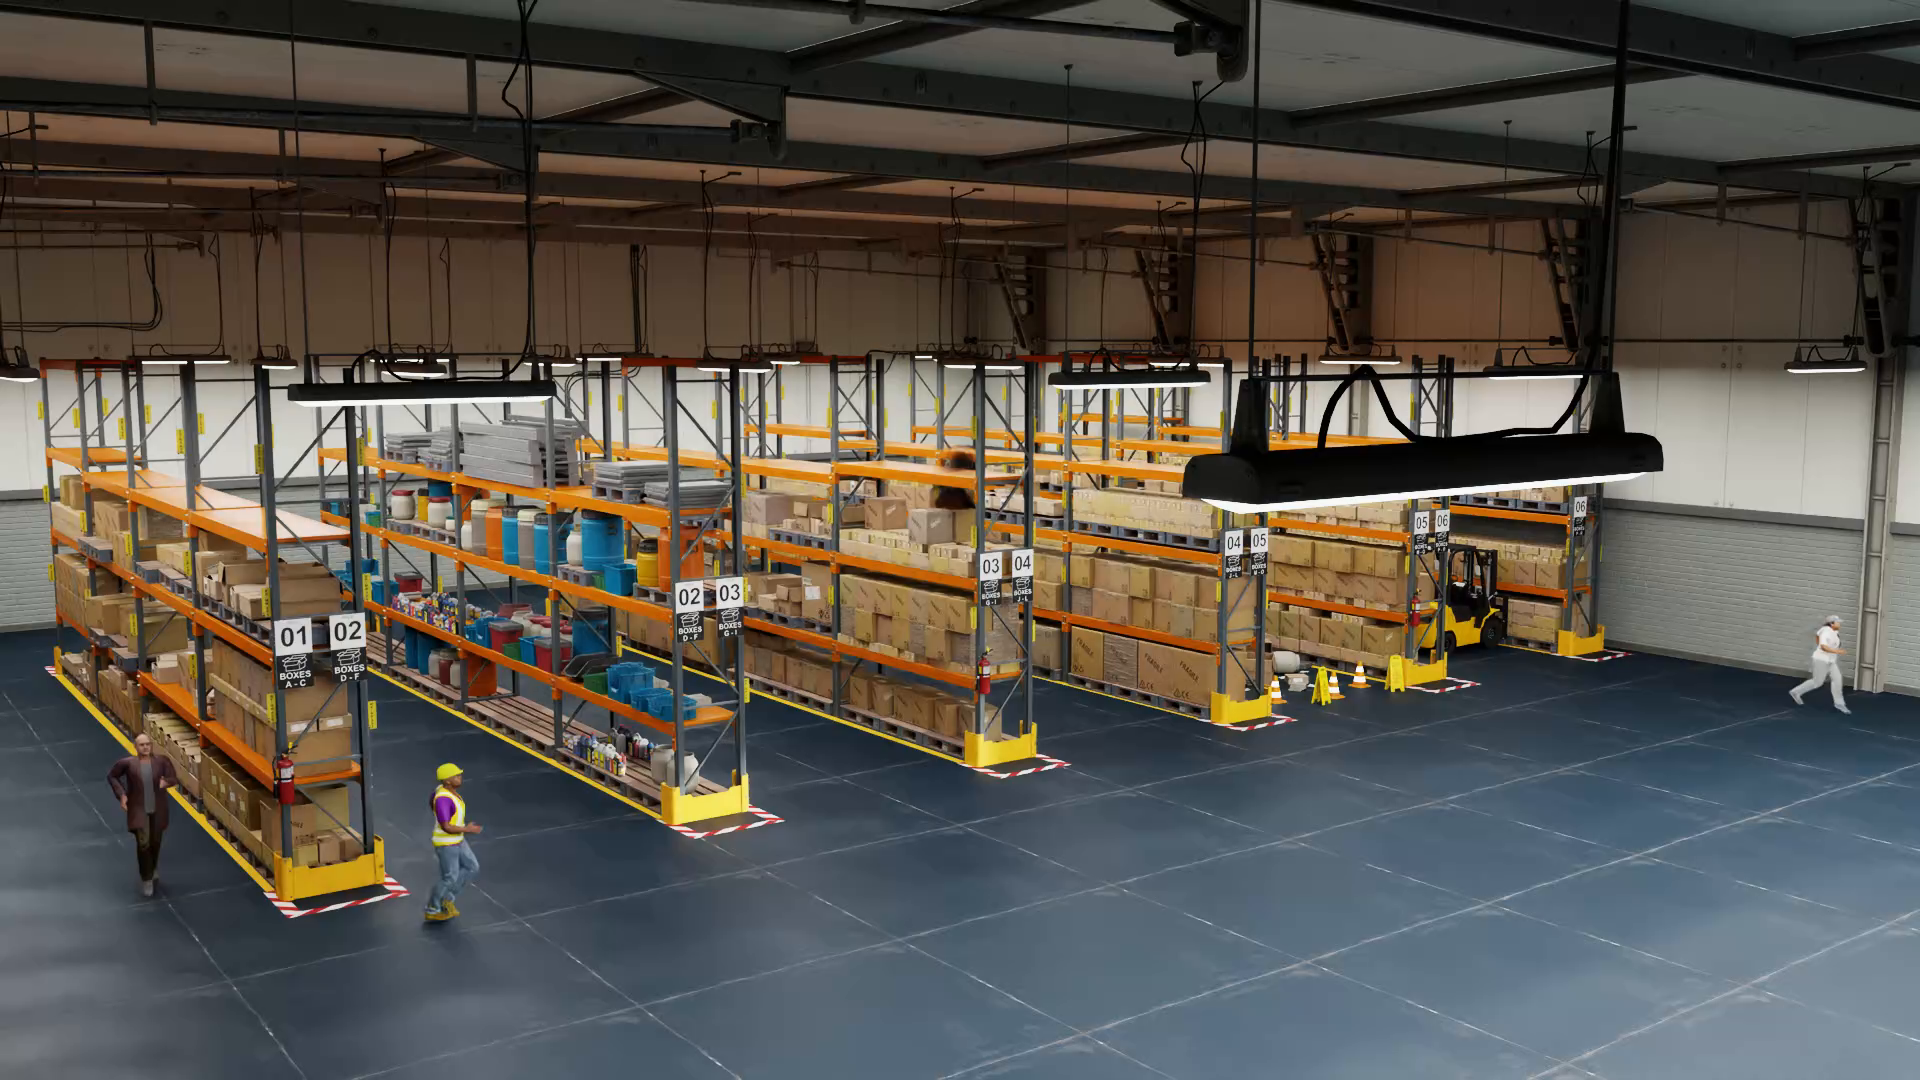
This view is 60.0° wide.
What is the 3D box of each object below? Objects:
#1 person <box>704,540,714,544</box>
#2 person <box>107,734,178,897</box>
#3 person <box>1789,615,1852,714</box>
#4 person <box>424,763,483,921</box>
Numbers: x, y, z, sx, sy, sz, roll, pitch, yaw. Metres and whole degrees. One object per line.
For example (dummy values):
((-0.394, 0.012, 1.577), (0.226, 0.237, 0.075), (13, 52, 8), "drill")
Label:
((-6.016, 0.796, 39.406), (0.643, 1.651, 0.863), (-1, 7, -7), "person")
((-9.383, 3.154, 19.196), (0.682, 1.839, 0.801), (-6, 9, -39), "person")
((14.769, 2.103, 28.466), (0.981, 1.684, 0.622), (5, 8, 35), "person")
((-5.528, 3.292, 18.162), (0.649, 1.757, 0.721), (-1, 7, -8), "person")
